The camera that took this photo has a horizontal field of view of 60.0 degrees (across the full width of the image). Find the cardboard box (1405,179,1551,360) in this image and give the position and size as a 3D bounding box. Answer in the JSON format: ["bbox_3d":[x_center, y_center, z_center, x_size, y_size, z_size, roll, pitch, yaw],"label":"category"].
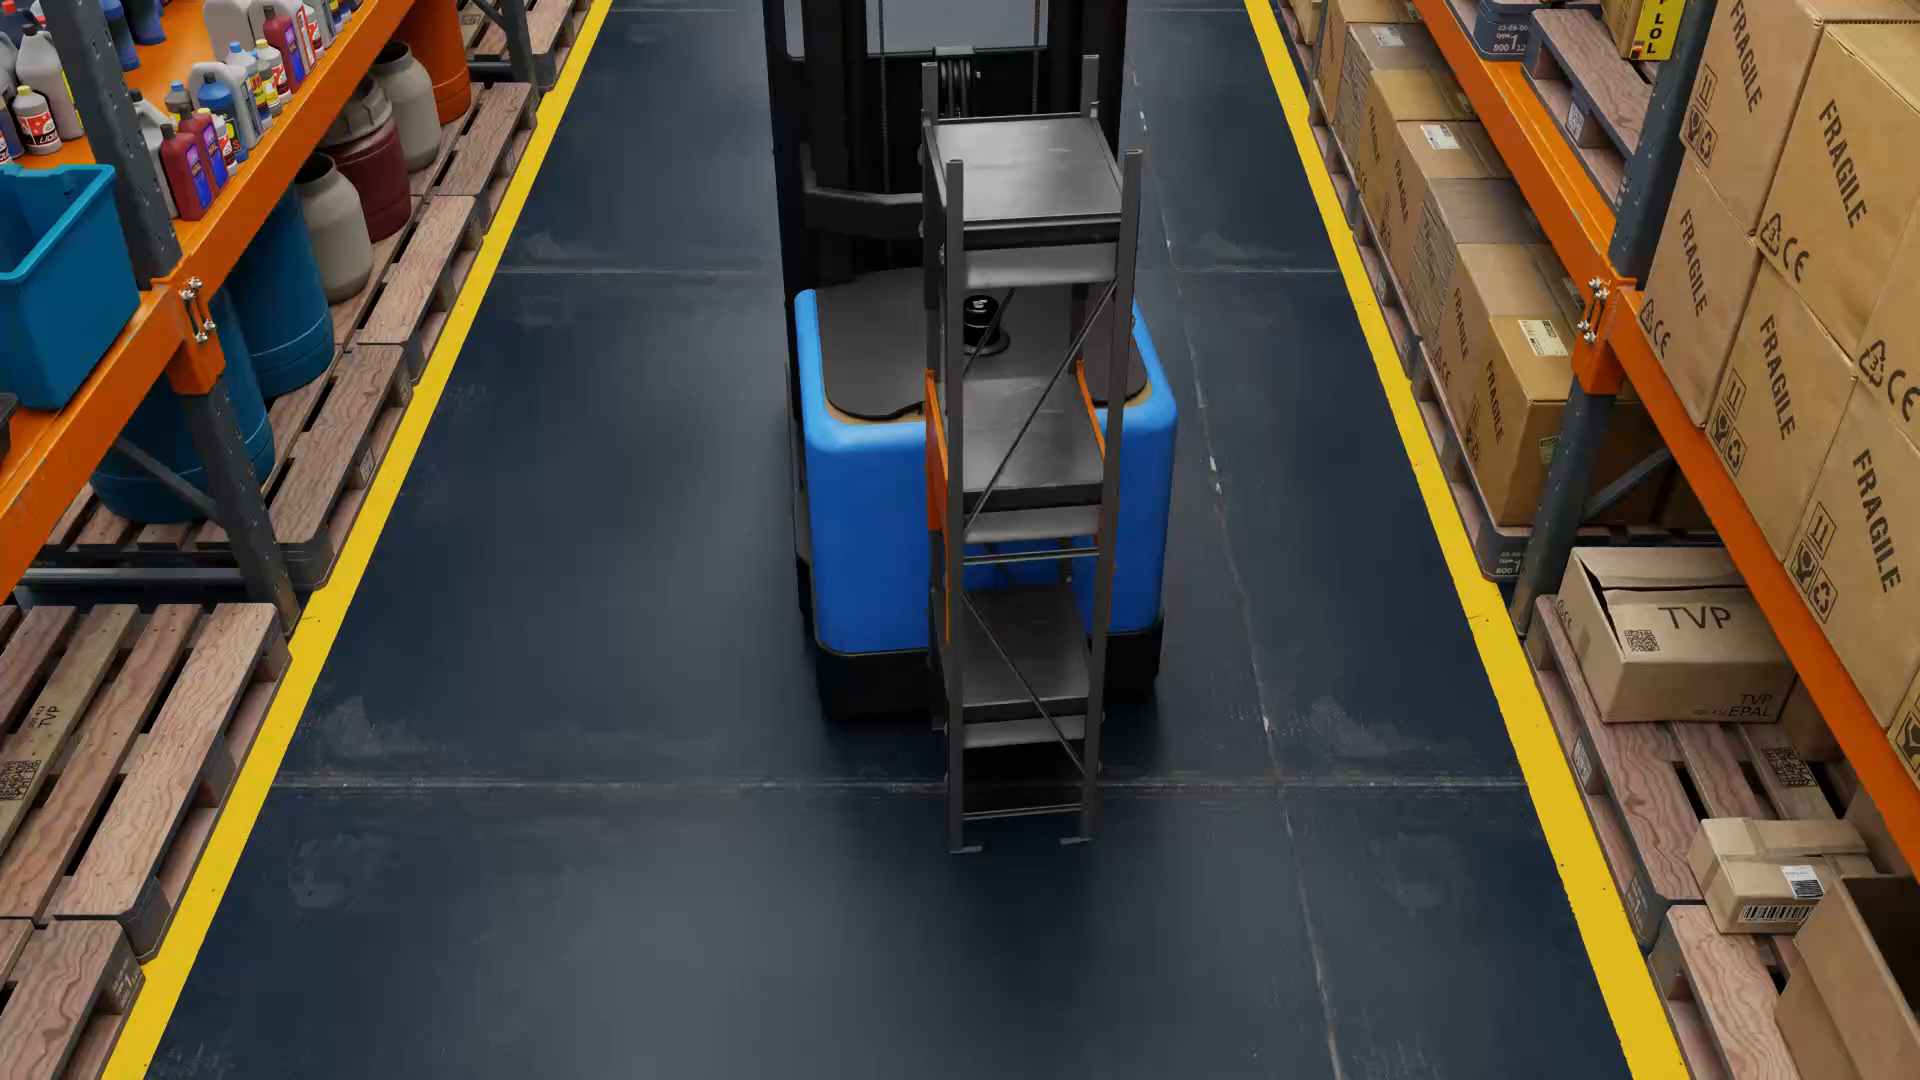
[{"bbox_3d":[2.017,-1.020,6.271,0.500,0.500,0.500,0,39,1],"label":"cardboard box"}]

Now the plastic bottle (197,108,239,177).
[{"bbox_3d":[-2.249,-1.199,5.007,0.097,0.201,0.097,0,39,0],"label":"plastic bottle"}]

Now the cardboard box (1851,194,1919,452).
[{"bbox_3d":[2.017,-0.383,2.950,0.500,0.500,0.500,-1,39,-1],"label":"cardboard box"}]

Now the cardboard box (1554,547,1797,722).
[{"bbox_3d":[2.081,0.247,4.841,0.500,0.311,0.500,0,39,0],"label":"cardboard box"}]

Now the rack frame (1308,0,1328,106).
[{"bbox_3d":[2.292,-3.394,7.587,1.000,3.000,0.127,0,39,0],"label":"rack frame"}]

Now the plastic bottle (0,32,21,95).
[{"bbox_3d":[-2.985,-1.447,5.196,0.144,0.351,0.185,0,39,0],"label":"plastic bottle"}]

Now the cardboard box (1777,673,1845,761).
[{"bbox_3d":[2.581,0.267,4.665,0.500,0.500,0.500,0,39,0],"label":"cardboard box"}]

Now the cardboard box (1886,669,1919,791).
[{"bbox_3d":[2.029,0.338,2.849,0.500,0.500,0.500,-1,39,-1],"label":"cardboard box"}]

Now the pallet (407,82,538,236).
[{"bbox_3d":[-2.619,-1.812,7.842,1.003,0.211,1.213,0,39,0],"label":"pallet"}]

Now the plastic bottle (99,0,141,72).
[{"bbox_3d":[-2.857,-1.727,5.610,0.097,0.271,0.097,0,39,0],"label":"plastic bottle"}]

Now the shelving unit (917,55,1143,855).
[{"bbox_3d":[0.143,-0.108,4.206,0.431,2.100,0.503,-4,39,-5],"label":"shelving unit"}]

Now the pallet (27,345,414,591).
[{"bbox_3d":[-2.616,-0.286,5.938,1.003,0.211,1.213,0,39,0],"label":"pallet"}]

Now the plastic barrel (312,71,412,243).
[{"bbox_3d":[-2.643,-1.604,6.945,0.600,0.588,0.708,0,39,0],"label":"plastic barrel"}]

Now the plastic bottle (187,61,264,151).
[{"bbox_3d":[-2.277,-1.362,5.150,0.152,0.276,0.135,0,39,0],"label":"plastic bottle"}]

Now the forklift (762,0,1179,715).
[{"bbox_3d":[-0.073,-1.535,5.321,1.130,2.935,3.031,-4,39,-5],"label":"forklift"}]

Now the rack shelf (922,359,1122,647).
[{"bbox_3d":[0.143,-0.098,4.215,0.431,0.518,0.480,-4,39,-5],"label":"rack shelf"}]

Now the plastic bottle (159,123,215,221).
[{"bbox_3d":[-2.231,-1.076,4.787,0.061,0.283,0.133,0,39,0],"label":"plastic bottle"}]

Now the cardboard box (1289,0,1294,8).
[{"bbox_3d":[2.043,-3.136,9.128,0.500,0.250,0.500,0,39,-1],"label":"cardboard box"}]

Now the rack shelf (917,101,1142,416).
[{"bbox_3d":[0.143,-0.644,3.777,0.431,0.518,0.480,-4,39,-5],"label":"rack shelf"}]

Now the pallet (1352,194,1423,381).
[{"bbox_3d":[2.253,-1.078,6.926,1.003,0.211,1.213,0,39,0],"label":"pallet"}]

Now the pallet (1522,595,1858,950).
[{"bbox_3d":[2.296,0.625,4.801,1.003,0.211,1.213,0,39,0],"label":"pallet"}]

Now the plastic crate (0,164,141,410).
[{"bbox_3d":[-2.315,-0.617,4.086,0.392,0.384,0.575,0,39,0],"label":"plastic crate"}]

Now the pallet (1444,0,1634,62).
[{"bbox_3d":[2.299,-2.103,6.129,1.003,0.211,1.213,0,39,0],"label":"pallet"}]

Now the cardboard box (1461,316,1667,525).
[{"bbox_3d":[2.009,-0.397,5.494,0.500,0.500,0.500,0,39,0],"label":"cardboard box"}]

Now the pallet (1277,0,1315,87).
[{"bbox_3d":[2.330,-2.821,9.101,1.003,0.211,1.213,0,39,0],"label":"pallet"}]

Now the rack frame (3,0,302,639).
[{"bbox_3d":[-2.657,-0.891,4.464,1.000,3.000,0.127,0,39,0],"label":"rack frame"}]

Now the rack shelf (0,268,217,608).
[{"bbox_3d":[-2.655,0.640,3.128,1.077,0.370,4.000,0,39,0],"label":"rack shelf"}]

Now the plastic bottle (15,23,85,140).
[{"bbox_3d":[-2.841,-1.447,5.196,0.144,0.351,0.185,0,39,0],"label":"plastic bottle"}]

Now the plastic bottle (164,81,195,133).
[{"bbox_3d":[-2.402,-1.321,5.158,0.097,0.201,0.097,0,39,0],"label":"plastic bottle"}]

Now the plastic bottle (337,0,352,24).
[{"bbox_3d":[-2.251,-1.988,5.936,0.097,0.271,0.097,0,39,0],"label":"plastic bottle"}]

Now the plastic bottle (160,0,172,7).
[{"bbox_3d":[-2.986,-2.136,6.056,0.144,0.351,0.185,0,39,0],"label":"plastic bottle"}]

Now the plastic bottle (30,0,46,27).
[{"bbox_3d":[-2.982,-1.633,5.488,0.152,0.276,0.135,0,39,0],"label":"plastic bottle"}]

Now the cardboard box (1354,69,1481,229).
[{"bbox_3d":[2.008,-1.664,7.075,0.500,0.500,0.500,-1,39,-1],"label":"cardboard box"}]

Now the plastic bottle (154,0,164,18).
[{"bbox_3d":[-2.949,-2.016,5.971,0.097,0.271,0.097,0,39,0],"label":"plastic bottle"}]

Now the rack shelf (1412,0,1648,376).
[{"bbox_3d":[2.294,-1.863,6.251,1.077,0.370,4.000,0,39,0],"label":"rack shelf"}]

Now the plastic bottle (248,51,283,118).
[{"bbox_3d":[-2.250,-1.466,5.339,0.097,0.201,0.097,0,39,0],"label":"plastic bottle"}]

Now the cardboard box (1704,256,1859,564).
[{"bbox_3d":[2.028,-0.293,3.637,0.500,0.500,0.500,1,39,1],"label":"cardboard box"}]

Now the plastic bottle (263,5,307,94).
[{"bbox_3d":[-2.232,-1.631,5.480,0.061,0.283,0.133,0,39,0],"label":"plastic bottle"}]

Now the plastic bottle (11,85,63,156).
[{"bbox_3d":[-2.856,-1.300,5.133,0.097,0.201,0.097,0,39,0],"label":"plastic bottle"}]

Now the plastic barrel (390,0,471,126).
[{"bbox_3d":[-2.644,-2.404,7.751,0.600,0.830,0.708,0,39,0],"label":"plastic barrel"}]

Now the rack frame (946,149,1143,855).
[{"bbox_3d":[0.171,0.043,4.017,0.400,2.100,0.015,-4,39,-5],"label":"rack frame"}]

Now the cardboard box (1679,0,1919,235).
[{"bbox_3d":[2.016,-1.027,3.753,0.500,0.500,0.500,1,39,1],"label":"cardboard box"}]

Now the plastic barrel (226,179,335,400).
[{"bbox_3d":[-2.641,-1.020,5.966,0.600,0.901,0.708,0,39,0],"label":"plastic barrel"}]

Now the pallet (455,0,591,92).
[{"bbox_3d":[-2.624,-2.789,9.062,1.003,0.211,1.213,0,39,0],"label":"pallet"}]

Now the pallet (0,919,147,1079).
[{"bbox_3d":[-2.613,1.421,3.808,1.003,0.211,1.213,0,39,0],"label":"pallet"}]

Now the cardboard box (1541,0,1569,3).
[{"bbox_3d":[2.233,-2.200,5.681,0.700,0.500,0.500,-9,40,-11],"label":"cardboard box"}]

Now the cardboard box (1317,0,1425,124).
[{"bbox_3d":[2.007,-2.306,7.875,0.500,0.500,0.500,2,39,2],"label":"cardboard box"}]

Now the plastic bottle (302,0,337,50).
[{"bbox_3d":[-2.278,-1.857,5.768,0.152,0.276,0.135,0,39,0],"label":"plastic bottle"}]

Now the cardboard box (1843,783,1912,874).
[{"bbox_3d":[2.582,0.810,4.139,0.500,0.311,0.500,0,39,0],"label":"cardboard box"}]
